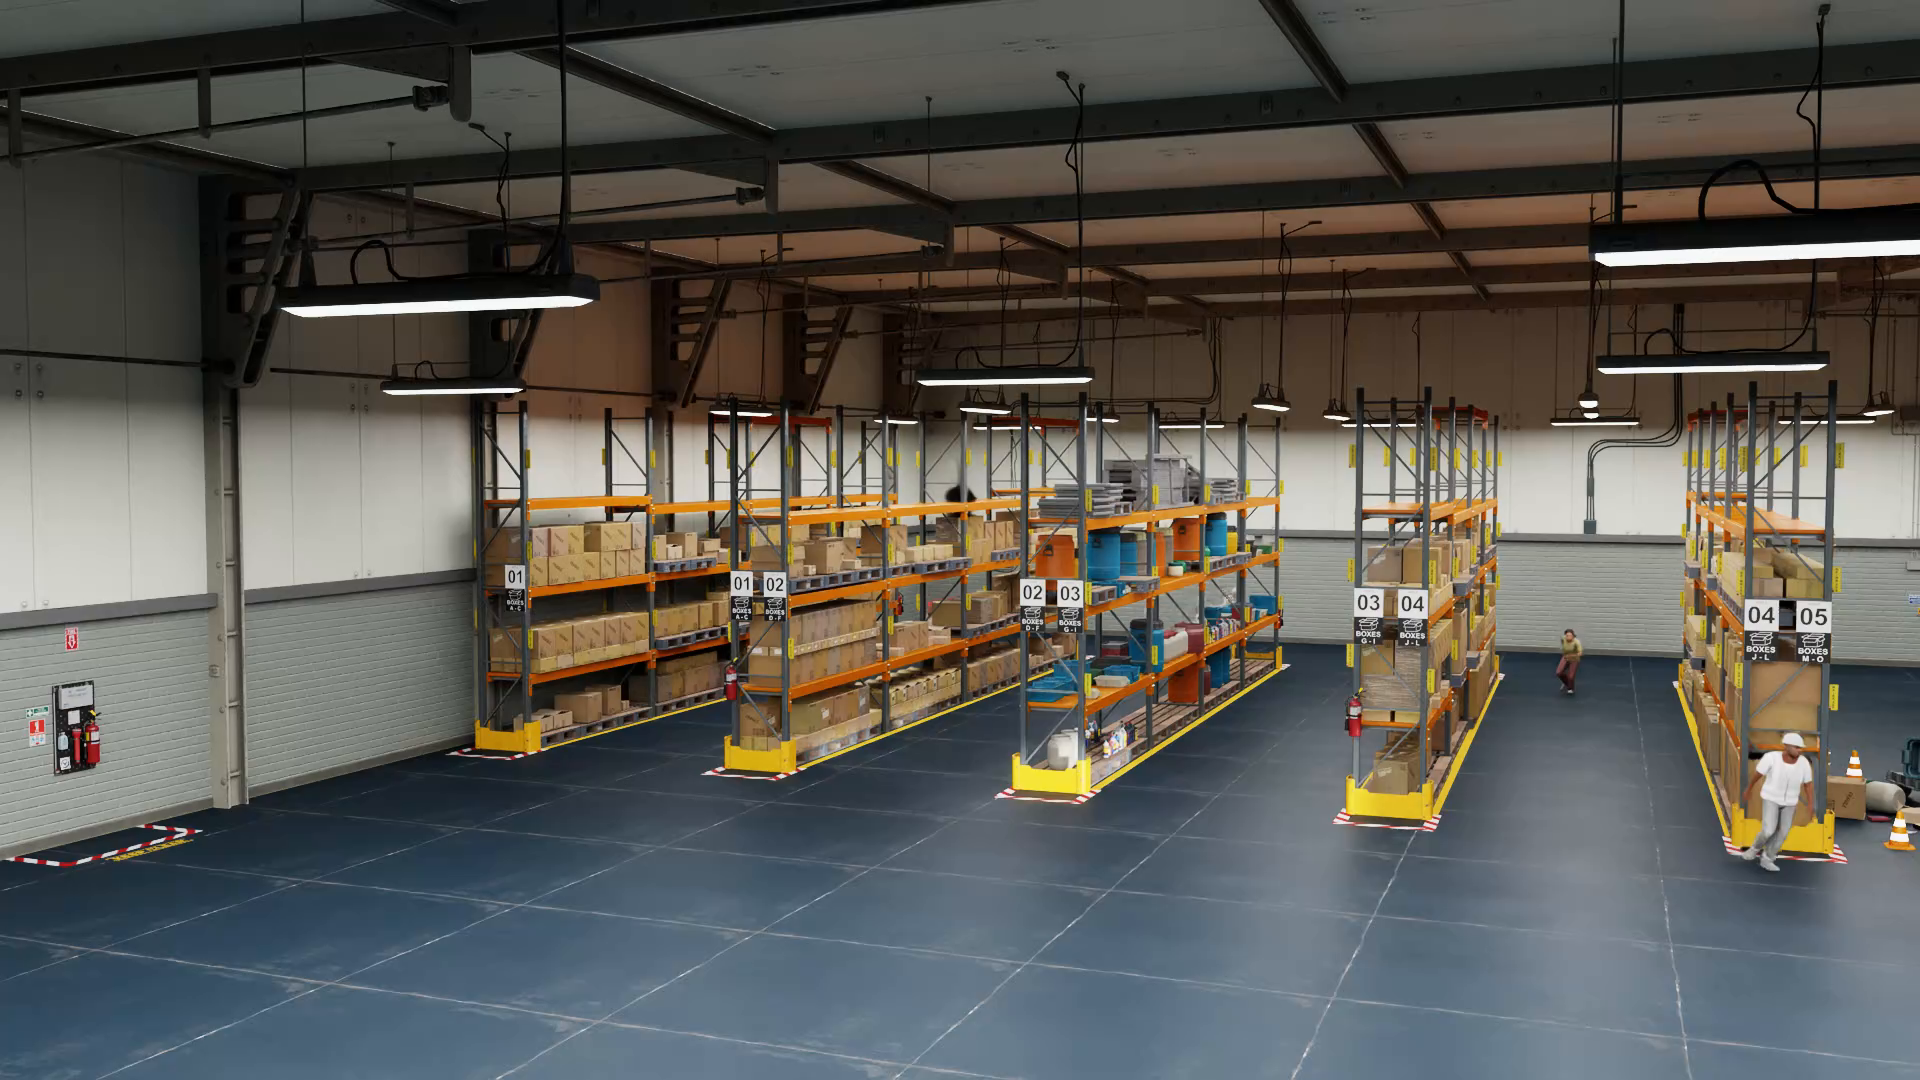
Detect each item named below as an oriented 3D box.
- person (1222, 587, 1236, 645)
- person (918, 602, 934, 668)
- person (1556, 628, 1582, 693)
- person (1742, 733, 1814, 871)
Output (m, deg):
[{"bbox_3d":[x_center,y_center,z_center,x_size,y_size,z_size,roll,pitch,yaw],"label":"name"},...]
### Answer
[{"bbox_3d":[6.895,2.068,43.319,1.040,1.735,0.733,2,3,35],"label":"person"},{"bbox_3d":[-0.753,2.281,37.711,0.636,1.739,0.596,1,3,18],"label":"person"},{"bbox_3d":[12.890,2.560,35.140,0.607,1.442,0.899,2,4,41],"label":"person"},{"bbox_3d":[9.919,3.165,20.137,0.714,1.718,0.627,0,3,2],"label":"person"}]
